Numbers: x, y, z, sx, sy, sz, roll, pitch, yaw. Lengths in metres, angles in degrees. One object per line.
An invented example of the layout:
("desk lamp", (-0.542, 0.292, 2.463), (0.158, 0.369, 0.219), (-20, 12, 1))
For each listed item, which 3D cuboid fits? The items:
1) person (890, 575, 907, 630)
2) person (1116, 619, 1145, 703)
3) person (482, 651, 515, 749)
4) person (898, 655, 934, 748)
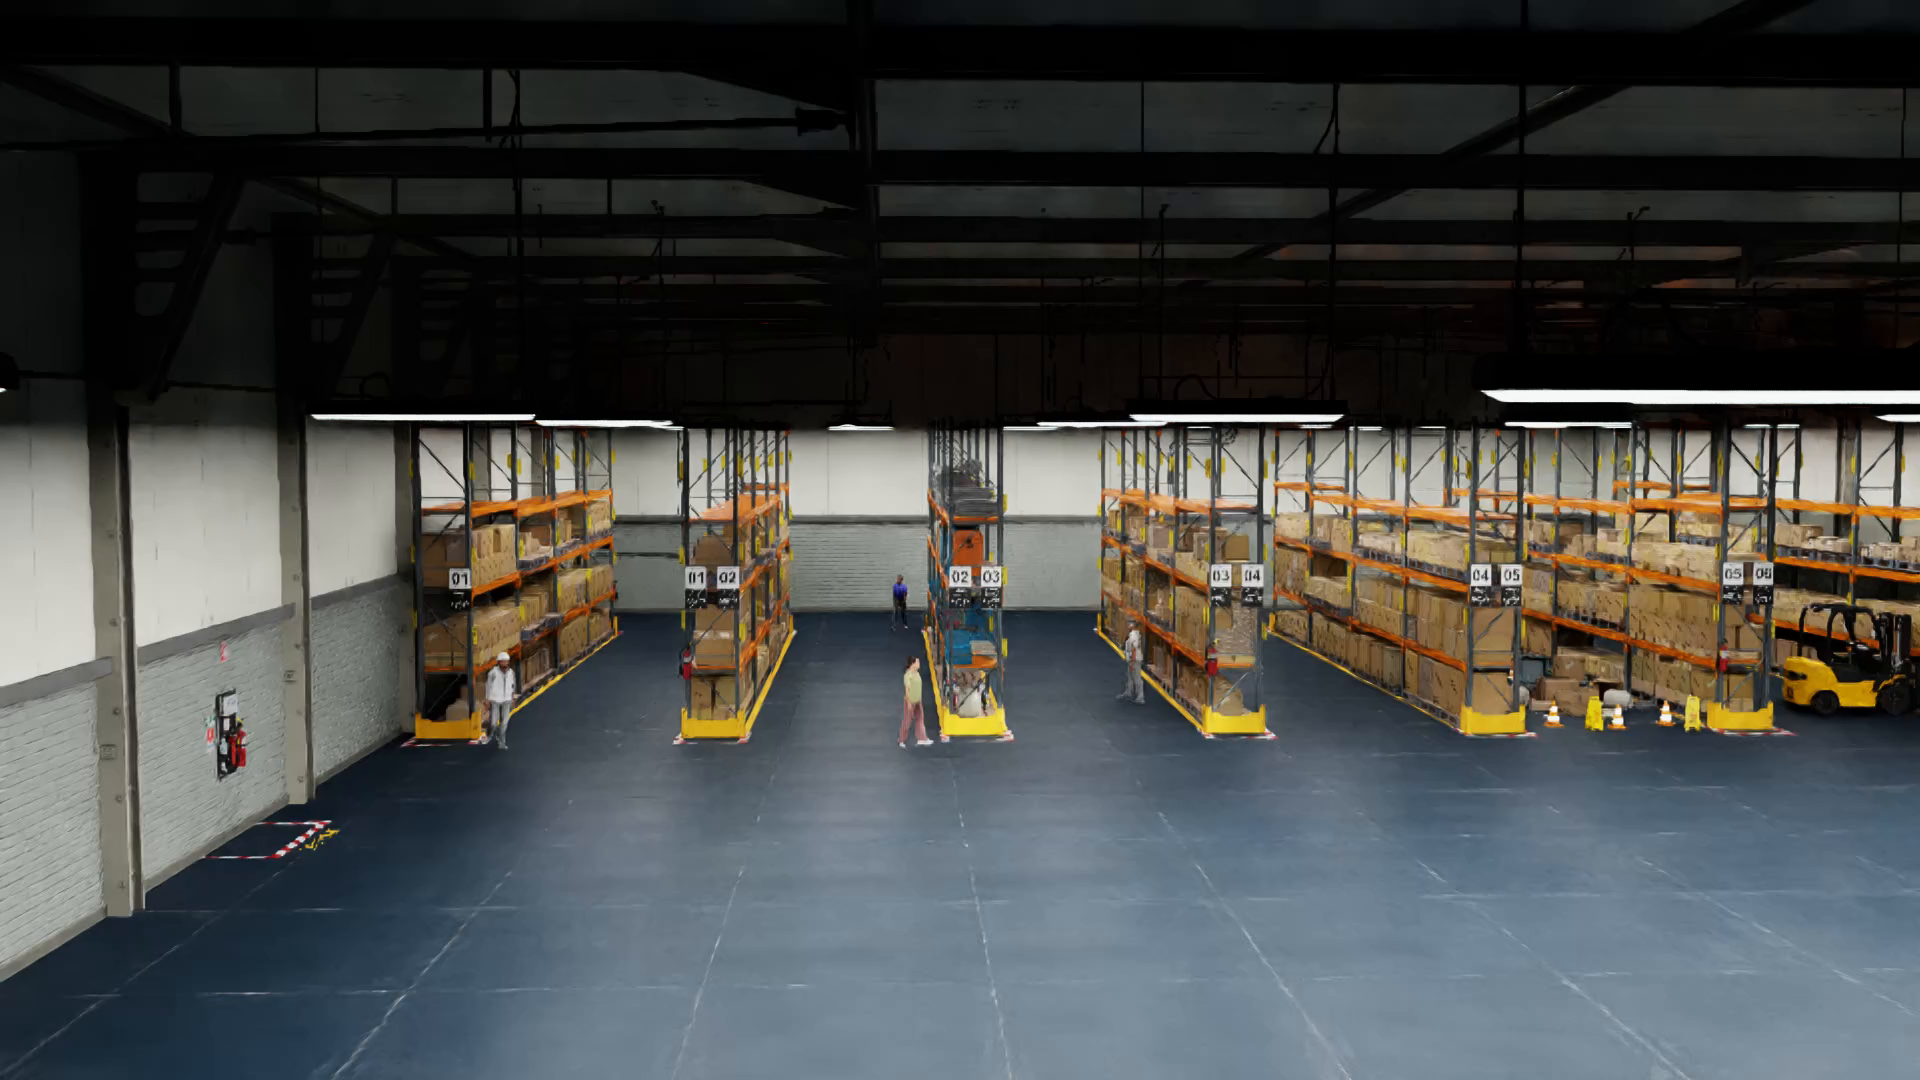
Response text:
("person", (-1.738, 1.784, 47.946), (0.445, 1.587, 0.989), (1, 4, 8))
("person", (3.615, 2.536, 35.215), (0.626, 1.748, 0.759), (1, 4, 10))
("person", (-8.326, 2.884, 30.029), (0.586, 1.765, 0.557), (-3, 5, -40))
("person", (-0.837, 2.906, 30.162), (0.499, 1.665, 0.647), (2, 4, 28))
